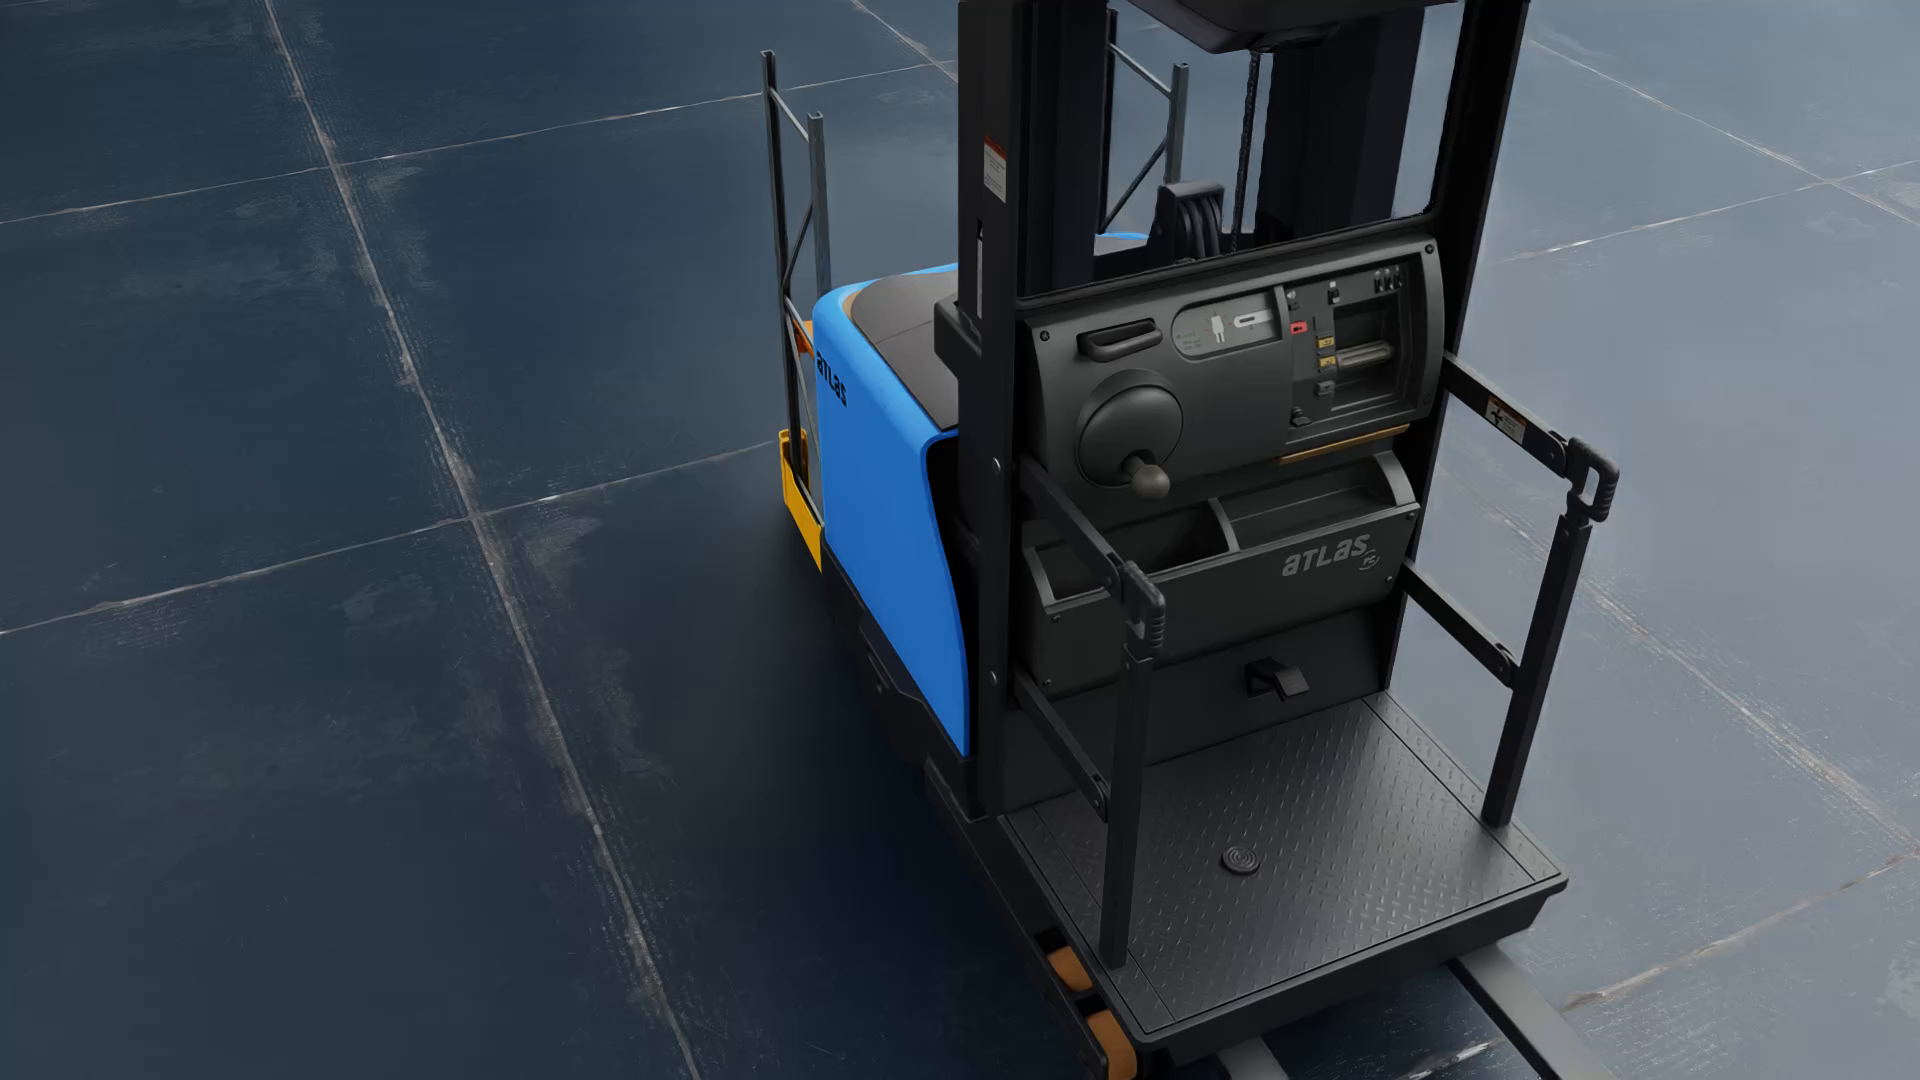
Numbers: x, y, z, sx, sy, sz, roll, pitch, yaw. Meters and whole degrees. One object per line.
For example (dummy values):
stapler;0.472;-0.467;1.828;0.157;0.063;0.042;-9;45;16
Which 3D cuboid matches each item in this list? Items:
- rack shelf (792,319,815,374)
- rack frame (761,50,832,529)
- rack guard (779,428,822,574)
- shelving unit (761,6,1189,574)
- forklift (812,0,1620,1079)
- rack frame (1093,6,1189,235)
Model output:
rack shelf;0.034;-0.552;5.038;1.000;0.185;0.538;-12;38;-16
rack frame;-0.443;-0.592;4.789;0.032;1.500;0.500;-12;38;-16
rack guard;-0.441;-0.090;5.162;0.087;0.250;0.587;-12;38;-16
shelving unit;0.026;-0.695;4.928;1.083;1.500;0.587;-12;38;-16
forklift;0.660;-0.278;3.165;1.130;2.935;3.031;-15;39;-19
rack frame;0.511;-0.802;5.072;0.032;1.500;0.500;-12;38;-16
